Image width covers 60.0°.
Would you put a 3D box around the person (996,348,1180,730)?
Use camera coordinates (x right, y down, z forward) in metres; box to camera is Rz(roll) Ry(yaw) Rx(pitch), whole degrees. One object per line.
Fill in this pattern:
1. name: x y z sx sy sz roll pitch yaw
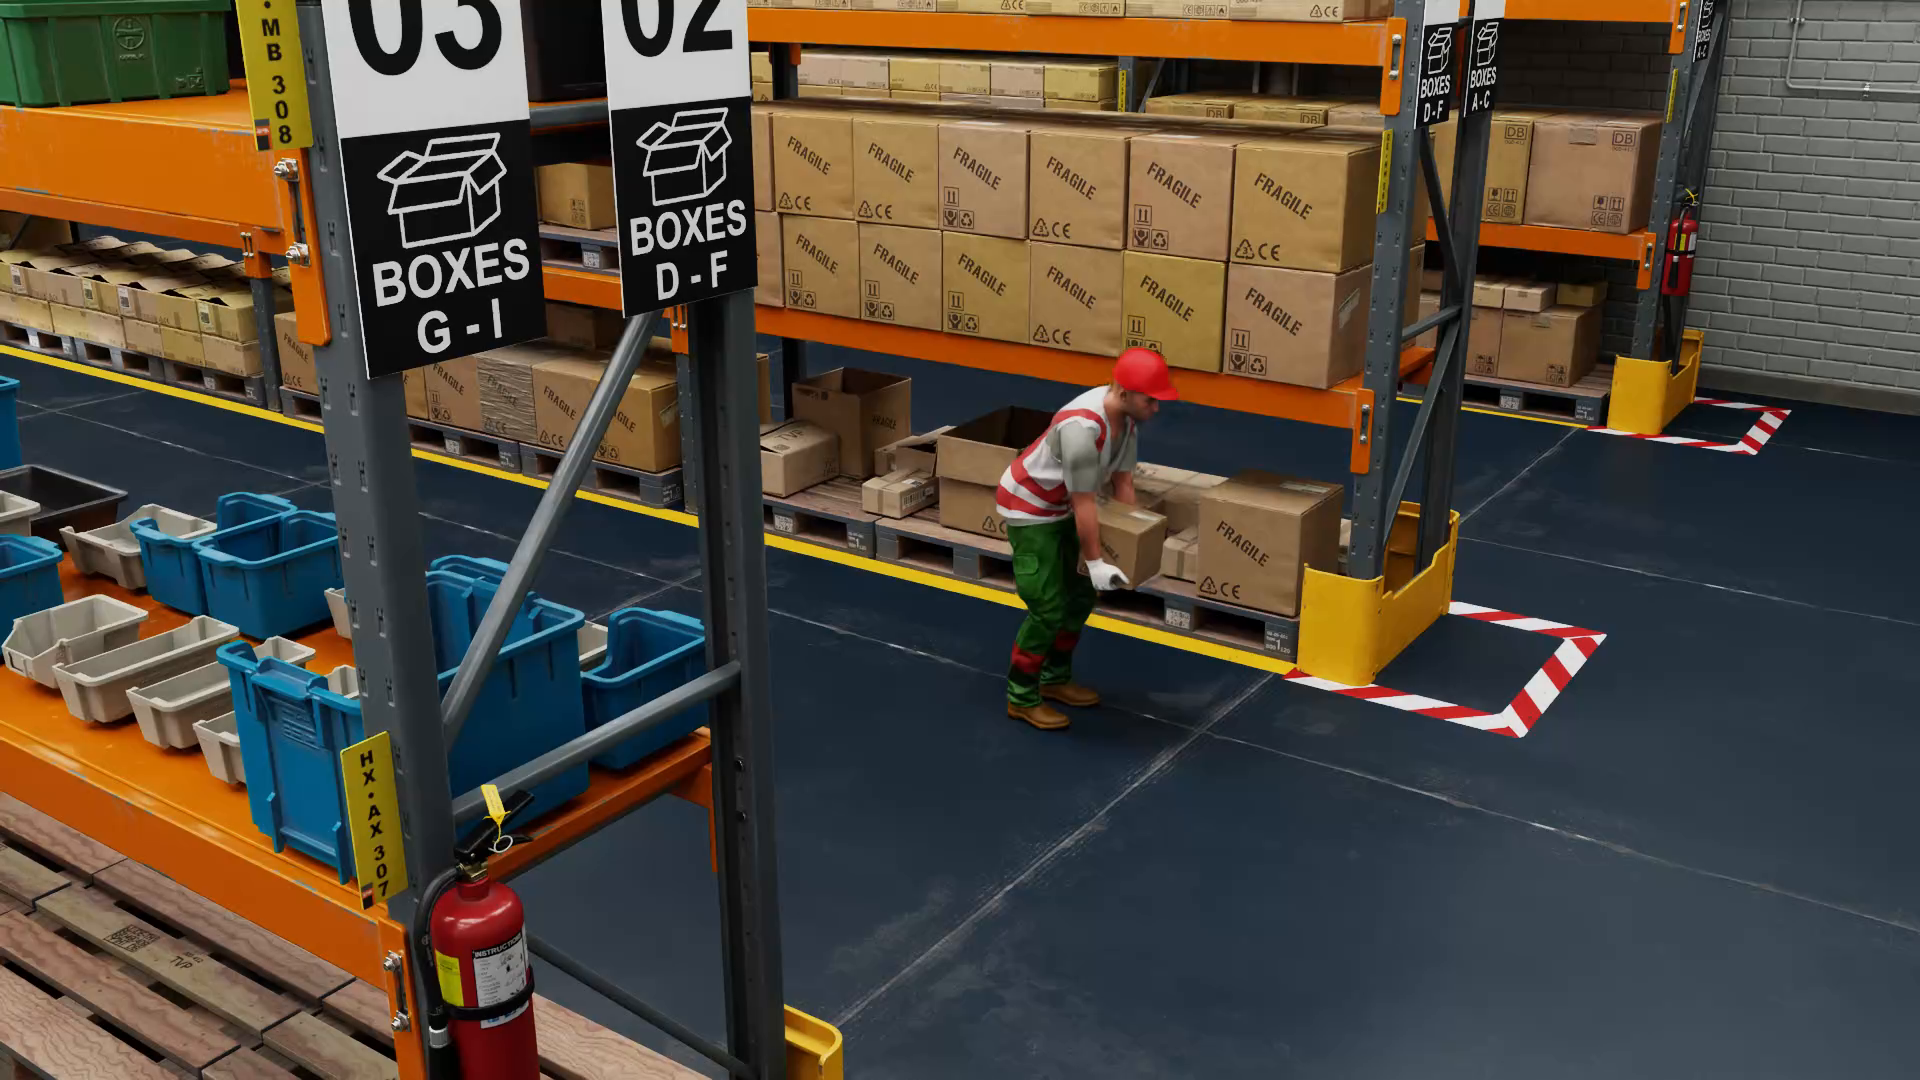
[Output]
1. person: 0.517 -0.012 6.806 0.741 1.627 0.490 12 23 31
